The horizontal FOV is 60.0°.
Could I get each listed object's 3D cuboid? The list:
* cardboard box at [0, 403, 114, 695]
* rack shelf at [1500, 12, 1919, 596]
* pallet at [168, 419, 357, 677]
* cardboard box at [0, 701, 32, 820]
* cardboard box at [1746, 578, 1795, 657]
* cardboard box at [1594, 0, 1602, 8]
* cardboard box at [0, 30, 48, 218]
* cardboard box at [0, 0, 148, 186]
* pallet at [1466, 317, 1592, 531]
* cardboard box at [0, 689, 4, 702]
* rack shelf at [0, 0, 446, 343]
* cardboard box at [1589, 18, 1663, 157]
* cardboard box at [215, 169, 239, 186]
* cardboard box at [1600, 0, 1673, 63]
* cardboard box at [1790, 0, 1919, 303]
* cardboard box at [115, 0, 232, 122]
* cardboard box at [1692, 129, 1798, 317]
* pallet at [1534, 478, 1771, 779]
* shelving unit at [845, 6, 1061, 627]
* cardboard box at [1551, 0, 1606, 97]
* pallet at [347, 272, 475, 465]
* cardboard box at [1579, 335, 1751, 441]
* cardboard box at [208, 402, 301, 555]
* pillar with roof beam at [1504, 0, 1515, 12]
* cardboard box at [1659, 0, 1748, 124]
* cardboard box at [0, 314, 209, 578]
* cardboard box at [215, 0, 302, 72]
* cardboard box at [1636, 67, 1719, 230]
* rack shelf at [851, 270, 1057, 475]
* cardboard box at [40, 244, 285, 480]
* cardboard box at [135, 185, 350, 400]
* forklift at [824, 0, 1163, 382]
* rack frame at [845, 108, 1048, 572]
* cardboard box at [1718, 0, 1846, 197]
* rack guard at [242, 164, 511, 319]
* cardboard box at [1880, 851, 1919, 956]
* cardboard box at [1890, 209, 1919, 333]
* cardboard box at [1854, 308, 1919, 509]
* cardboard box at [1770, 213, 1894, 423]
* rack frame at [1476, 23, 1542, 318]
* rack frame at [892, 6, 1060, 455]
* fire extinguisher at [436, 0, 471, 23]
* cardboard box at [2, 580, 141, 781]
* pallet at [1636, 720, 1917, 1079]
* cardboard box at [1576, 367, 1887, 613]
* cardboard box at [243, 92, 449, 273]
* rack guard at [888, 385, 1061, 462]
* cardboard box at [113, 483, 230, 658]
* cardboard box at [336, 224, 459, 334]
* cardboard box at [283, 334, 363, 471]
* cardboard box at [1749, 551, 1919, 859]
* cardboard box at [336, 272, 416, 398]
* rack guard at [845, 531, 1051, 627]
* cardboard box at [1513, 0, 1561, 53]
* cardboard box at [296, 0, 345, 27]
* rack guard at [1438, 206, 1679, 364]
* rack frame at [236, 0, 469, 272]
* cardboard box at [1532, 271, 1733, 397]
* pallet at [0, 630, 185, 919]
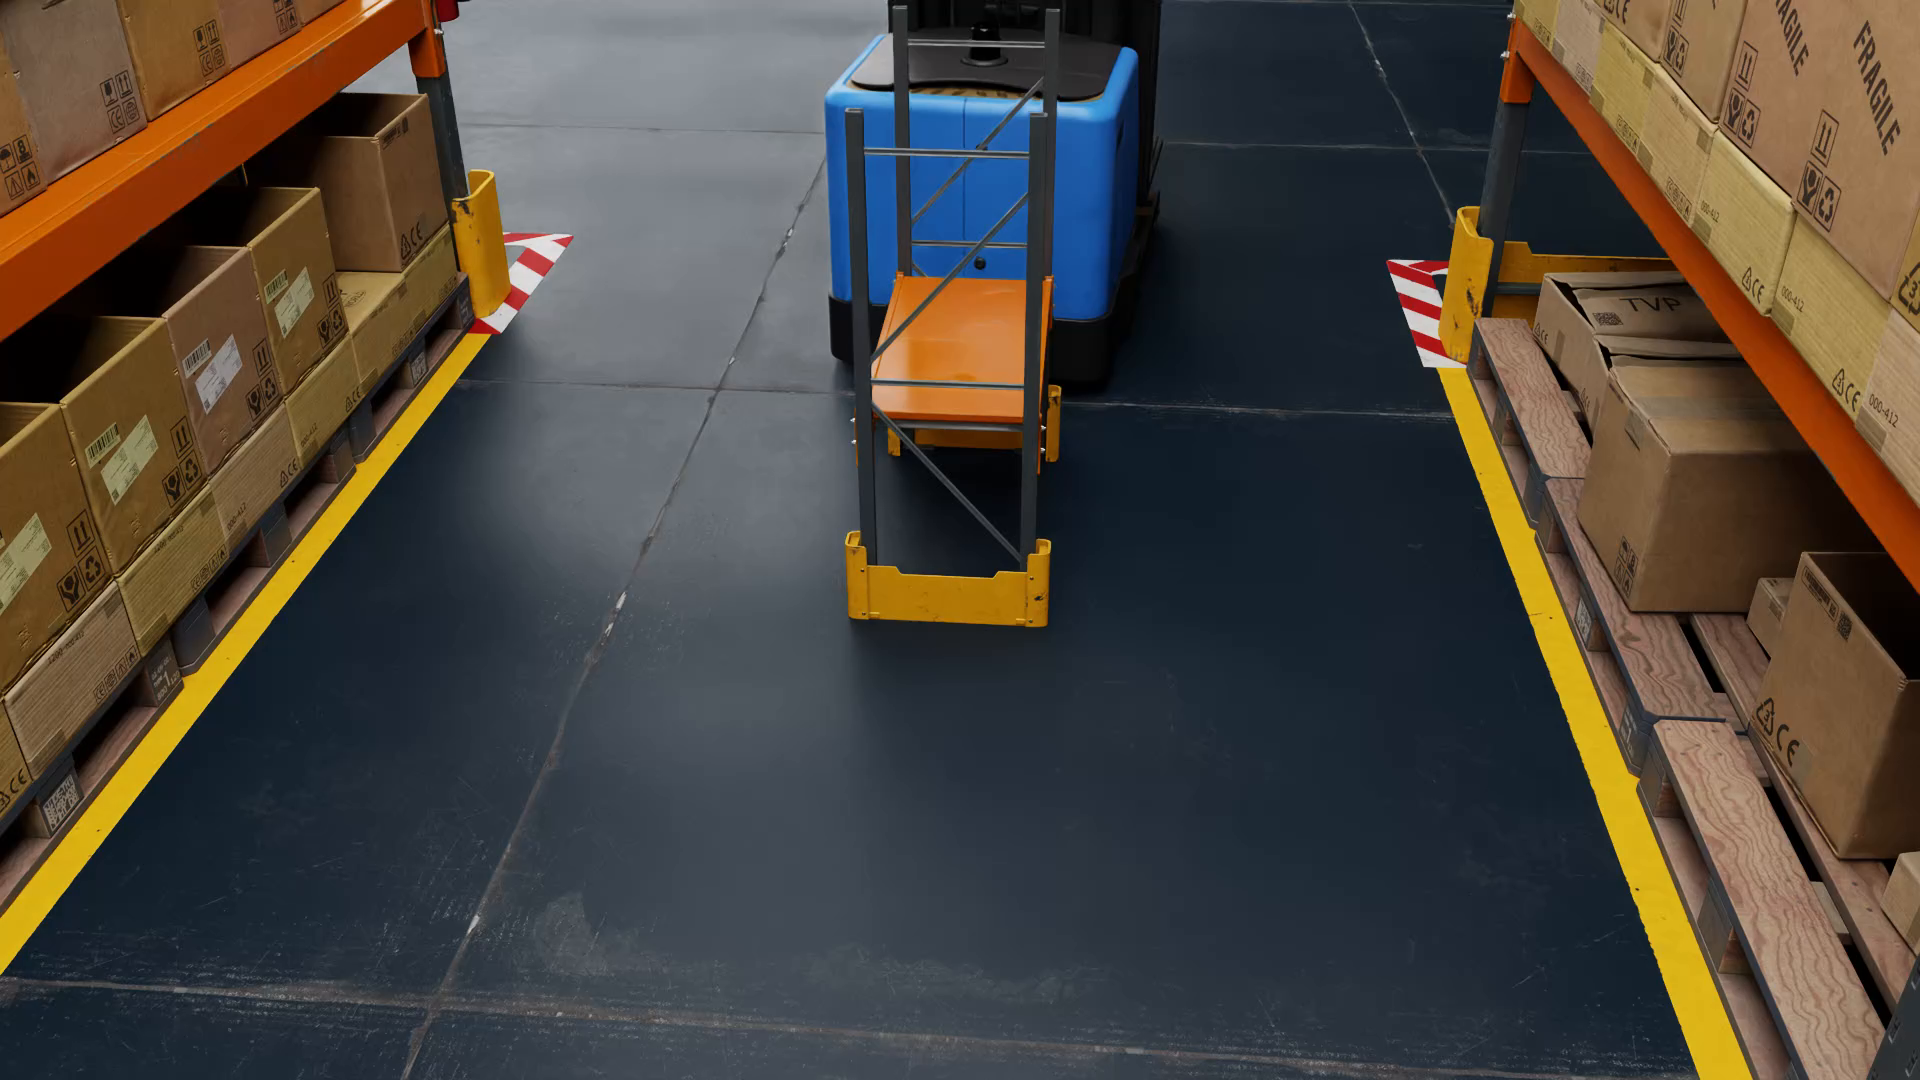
[{"bbox_3d":[-2.407,0.006,3.887,0.500,0.500,0.500,2,32,4],"label":"cardboard box"},{"bbox_3d":[2.310,-0.705,4.221,1.077,0.370,4.000,2,32,4],"label":"rack shelf"},{"bbox_3d":[-2.587,-0.042,5.117,1.003,0.211,1.213,2,32,4],"label":"pallet"},{"bbox_3d":[-2.450,0.587,3.659,0.500,0.250,0.500,2,32,4],"label":"cardboard box"},{"bbox_3d":[2.298,0.225,4.324,0.380,0.149,0.250,0,32,0],"label":"cardboard box"},{"bbox_3d":[2.085,-1.827,4.764,0.500,0.500,0.500,3,32,4],"label":"cardboard box"},{"bbox_3d":[-2.679,-0.989,3.900,0.700,0.500,0.500,3,32,5],"label":"cardboard box"},{"bbox_3d":[-2.638,-1.257,4.335,0.700,0.500,0.500,3,32,5],"label":"cardboard box"},{"bbox_3d":[2.366,-0.407,5.710,1.003,0.211,1.213,2,32,4],"label":"pallet"},{"bbox_3d":[-2.440,0.268,3.462,0.500,0.500,0.500,2,32,4],"label":"cardboard box"},{"bbox_3d":[-2.627,-0.915,4.562,1.077,0.370,4.000,2,32,4],"label":"rack shelf"},{"bbox_3d":[2.042,-1.222,4.498,0.500,0.250,0.500,2,32,3],"label":"cardboard box"},{"bbox_3d":[-2.769,-1.062,5.620,0.500,0.500,0.500,2,32,4],"label":"cardboard box"},{"bbox_3d":[2.036,-1.557,4.326,0.500,0.500,0.500,1,32,2],"label":"cardboard box"},{"bbox_3d":[1.913,-0.751,3.019,0.500,0.500,0.500,2,32,4],"label":"cardboard box"},{"bbox_3d":[-2.599,-1.532,4.781,0.700,0.500,0.500,3,32,4],"label":"cardboard box"},{"bbox_3d":[1.958,-0.695,3.643,0.500,0.250,0.500,2,32,4],"label":"cardboard box"},{"bbox_3d":[2.264,0.229,4.677,1.003,0.211,1.213,2,32,4],"label":"pallet"},{"bbox_3d":[0.006,-0.678,4.921,0.587,1.500,1.083,2,32,4],"label":"shelving unit"},{"bbox_3d":[2.089,-1.488,4.930,0.500,0.250,0.500,2,32,2],"label":"cardboard box"},{"bbox_3d":[-2.485,-0.678,6.150,1.003,0.211,1.213,2,32,4],"label":"pallet"},{"bbox_3d":[2.281,-0.444,5.255,0.500,0.311,0.500,5,32,8],"label":"cardboard box"},{"bbox_3d":[-2.324,-0.197,4.932,0.500,0.250,0.500,2,32,4],"label":"cardboard box"},{"bbox_3d":[-0.524,-7.530,8.891,9.100,9.000,0.400,2,32,4],"label":"pillar with roof beam"},{"bbox_3d":[2.006,-1.286,3.887,0.500,0.500,0.500,3,32,6],"label":"cardboard box"},{"bbox_3d":[-2.359,-0.255,4.311,0.500,0.500,0.500,2,32,4],"label":"cardboard box"},{"bbox_3d":[-2.553,-1.791,5.202,0.700,0.500,0.500,3,32,5],"label":"cardboard box"},{"bbox_3d":[1.998,-0.958,4.069,0.500,0.250,0.500,3,32,4],"label":"cardboard box"},{"bbox_3d":[0.007,-0.530,5.023,0.538,0.185,1.000,2,32,4],"label":"rack shelf"},{"bbox_3d":[-2.320,-0.517,4.735,0.500,0.500,0.500,2,32,4],"label":"cardboard box"},{"bbox_3d":[-2.278,-0.778,5.159,0.500,0.500,0.500,2,32,4],"label":"cardboard box"},{"bbox_3d":[0.299,-2.584,6.649,1.130,2.935,3.031,6,32,9],"label":"forklift"},{"bbox_3d":[-0.034,-0.417,4.498,0.500,1.500,0.032,2,32,4],"label":"rack frame"},{"bbox_3d":[1.964,-1.014,3.446,0.500,0.500,0.500,2,32,3],"label":"cardboard box"},{"bbox_3d":[-2.462,-1.216,6.746,1.175,0.500,0.348,2,32,4],"label":"rack guard"},{"bbox_3d":[2.161,0.772,3.420,0.380,0.166,0.250,-2,32,-2],"label":"cardboard box"},{"bbox_3d":[1.878,-0.490,2.596,0.500,0.500,0.500,2,32,4],"label":"cardboard box"},{"bbox_3d":[1.884,-0.171,2.793,0.500,0.250,0.500,3,32,4],"label":"cardboard box"},{"bbox_3d":[1.933,-0.431,3.215,0.500,0.250,0.500,3,32,4],"label":"cardboard box"},{"bbox_3d":[2.473,-2.058,5.730,1.000,3.000,0.127,2,32,4],"label":"rack frame"},{"bbox_3d":[0.048,-0.949,5.360,0.500,1.500,0.032,2,32,4],"label":"rack frame"},{"bbox_3d":[-1.992,-2.276,6.158,0.296,0.674,0.183,2,32,4],"label":"fire extinguisher"},{"bbox_3d":[-2.404,0.325,4.083,0.500,0.250,0.500,2,32,4],"label":"cardboard box"},{"bbox_3d":[2.167,0.869,3.639,1.003,0.211,1.213,2,32,4],"label":"pallet"},{"bbox_3d":[2.171,-0.143,4.586,0.700,0.500,0.500,1,32,1],"label":"cardboard box"},{"bbox_3d":[-2.211,-1.301,6.009,0.500,0.500,0.500,2,32,4],"label":"cardboard box"},{"bbox_3d":[0.047,-0.407,5.672,0.587,0.250,0.087,2,32,4],"label":"rack guard"},{"bbox_3d":[-2.358,0.064,4.507,0.500,0.250,0.500,2,32,4],"label":"cardboard box"},{"bbox_3d":[-2.214,-0.982,6.205,0.500,0.250,0.500,2,32,4],"label":"cardboard box"},{"bbox_3d":[-2.281,-0.459,5.356,0.500,0.250,0.500,2,32,4],"label":"cardboard box"},{"bbox_3d":[2.192,0.367,3.759,0.500,0.500,0.500,0,32,0],"label":"cardboard box"},{"bbox_3d":[-2.242,-0.720,5.780,0.500,0.250,0.500,2,32,4],"label":"cardboard box"},{"bbox_3d":[-0.034,0.114,4.827,0.587,0.250,0.087,2,32,4],"label":"rack guard"},{"bbox_3d":[2.117,-1.761,5.372,0.500,0.250,0.500,2,32,3],"label":"cardboard box"},{"bbox_3d":[-2.515,-2.066,5.648,0.700,0.500,0.500,2,32,4],"label":"cardboard box"},{"bbox_3d":[2.467,-0.954,6.321,1.175,0.500,0.348,2,32,4],"label":"rack guard"},{"bbox_3d":[-2.464,-2.267,6.070,1.000,3.000,0.127,2,32,4],"label":"rack frame"},{"bbox_3d":[2.327,-0.742,5.739,0.500,0.311,0.500,-1,32,-2],"label":"cardboard box"},{"bbox_3d":[-2.684,0.597,4.079,1.003,0.211,1.213,2,32,4],"label":"pallet"}]
